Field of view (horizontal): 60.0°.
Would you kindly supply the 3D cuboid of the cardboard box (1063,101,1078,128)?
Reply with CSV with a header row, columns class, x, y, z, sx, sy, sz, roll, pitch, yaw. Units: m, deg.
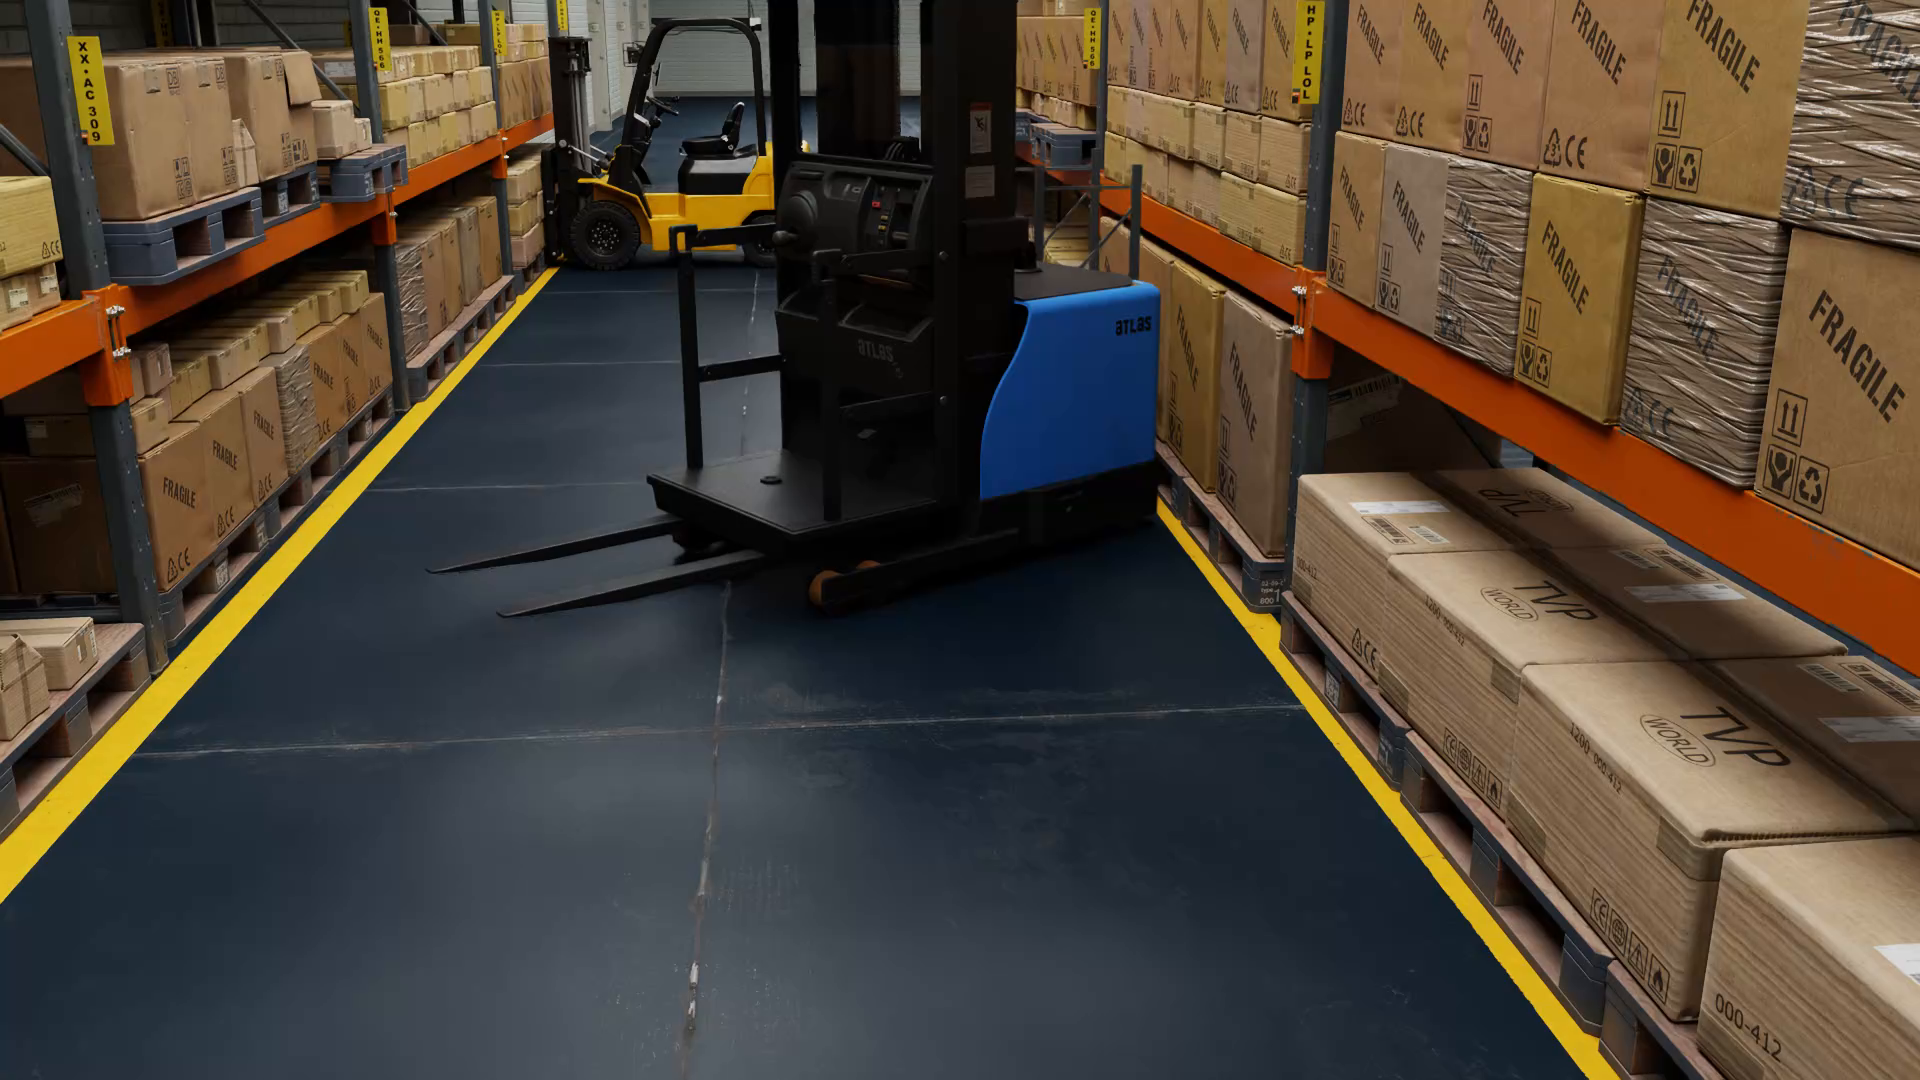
class,x,y,z,sx,sy,sz,roll,pitch,yaw
cardboard box,0.843,-2.631,10.268,0.380,0.149,0.250,-2,18,-6

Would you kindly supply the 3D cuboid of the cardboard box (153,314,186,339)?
class,x,y,z,sx,sy,sz,roll,pitch,yaw
cardboard box,-3.725,-0.923,7.498,0.380,0.149,0.250,-2,18,-5

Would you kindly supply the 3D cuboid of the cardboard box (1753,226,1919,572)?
class,x,y,z,sx,sy,sz,roll,pitch,yaw
cardboard box,1.757,-0.258,2.826,0.500,0.500,0.500,-2,18,-7

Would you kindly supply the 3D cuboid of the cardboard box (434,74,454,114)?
class,x,y,z,sx,sy,sz,roll,pitch,yaw
cardboard box,-3.622,-2.918,10.880,0.500,0.250,0.500,-2,17,-5

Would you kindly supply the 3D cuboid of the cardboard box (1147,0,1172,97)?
class,x,y,z,sx,sy,sz,roll,pitch,yaw
cardboard box,1.188,-2.377,7.904,0.500,0.500,0.500,-1,17,-4

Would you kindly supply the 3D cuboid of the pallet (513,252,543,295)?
class,x,y,z,sx,sy,sz,roll,pitch,yaw
pallet,-4.108,-2.254,14.003,1.003,0.211,1.213,-2,18,-6

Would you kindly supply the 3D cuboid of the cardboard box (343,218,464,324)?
class,x,y,z,sx,sy,sz,roll,pitch,yaw
cardboard box,-3.851,-1.803,11.175,0.875,0.625,0.625,-3,18,-8

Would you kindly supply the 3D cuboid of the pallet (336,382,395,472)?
class,x,y,z,sx,sy,sz,roll,pitch,yaw
pallet,-3.616,-0.600,8.736,1.003,0.211,1.213,-2,18,-6

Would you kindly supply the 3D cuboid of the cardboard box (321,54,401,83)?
class,x,y,z,sx,sy,sz,roll,pitch,yaw
cardboard box,-3.424,-2.695,9.503,0.380,0.149,0.250,-1,17,-4

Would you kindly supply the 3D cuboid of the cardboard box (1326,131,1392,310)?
class,x,y,z,sx,sy,sz,roll,pitch,yaw
cardboard box,1.482,-1.017,5.241,0.500,0.500,0.500,-1,17,-4

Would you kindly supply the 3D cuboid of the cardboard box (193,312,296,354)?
class,x,y,z,sx,sy,sz,roll,pitch,yaw
cardboard box,-3.244,-0.936,7.540,0.380,0.149,0.250,-3,18,-8

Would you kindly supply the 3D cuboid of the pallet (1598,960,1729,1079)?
class,x,y,z,sx,sy,sz,roll,pitch,yaw
pallet,1.946,1.169,3.100,1.003,0.211,1.213,-2,18,-6

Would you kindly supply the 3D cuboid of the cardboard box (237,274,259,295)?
class,x,y,z,sx,sy,sz,roll,pitch,yaw
cardboard box,-3.912,-1.306,8.720,0.380,0.149,0.250,-1,17,-3

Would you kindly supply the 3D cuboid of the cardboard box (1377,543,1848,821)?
class,x,y,z,sx,sy,sz,roll,pitch,yaw
cardboard box,1.745,0.362,4.592,0.875,0.438,0.875,-2,18,-7

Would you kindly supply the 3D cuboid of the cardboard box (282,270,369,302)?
class,x,y,z,sx,sy,sz,roll,pitch,yaw
cardboard box,-3.352,-1.332,8.802,0.380,0.149,0.250,-3,18,-8

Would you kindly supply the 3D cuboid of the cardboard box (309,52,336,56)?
class,x,y,z,sx,sy,sz,roll,pitch,yaw
cardboard box,-4.039,-2.907,10.178,0.380,0.149,0.250,-2,18,-6

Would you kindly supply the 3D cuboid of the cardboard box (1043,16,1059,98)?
class,x,y,z,sx,sy,sz,roll,pitch,yaw
cardboard box,0.841,-3.130,10.773,0.500,0.500,0.500,-3,18,-9

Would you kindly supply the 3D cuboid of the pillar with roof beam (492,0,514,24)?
class,x,y,z,sx,sy,sz,roll,pitch,yaw
pillar with roof beam,-1.642,-9.085,21.093,9.100,9.000,0.400,-2,18,-6

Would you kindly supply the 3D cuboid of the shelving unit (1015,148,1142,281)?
class,x,y,z,sx,sy,sz,roll,pitch,yaw
shelving unit,0.541,-1.171,8.404,0.587,1.500,1.083,-2,18,-6

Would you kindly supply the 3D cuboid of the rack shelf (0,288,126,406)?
class,x,y,z,sx,sy,sz,roll,pitch,yaw
rack shelf,-3.037,-0.023,3.445,1.077,0.370,4.000,-2,18,-6

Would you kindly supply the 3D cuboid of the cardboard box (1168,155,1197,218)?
class,x,y,z,sx,sy,sz,roll,pitch,yaw
cardboard box,1.255,-1.628,7.604,0.500,0.250,0.500,-2,18,-6

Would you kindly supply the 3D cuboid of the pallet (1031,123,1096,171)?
class,x,y,z,sx,sy,sz,roll,pitch,yaw
pallet,1.102,-2.426,10.218,1.213,0.211,1.003,-2,18,-6

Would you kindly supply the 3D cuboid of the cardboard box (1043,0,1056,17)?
class,x,y,z,sx,sy,sz,roll,pitch,yaw
cardboard box,0.780,-3.728,11.597,0.380,0.149,0.250,-1,17,-3

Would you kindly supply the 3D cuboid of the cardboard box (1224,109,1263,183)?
class,x,y,z,sx,sy,sz,roll,pitch,yaw
cardboard box,1.348,-1.556,6.543,0.500,0.250,0.500,-1,17,-4

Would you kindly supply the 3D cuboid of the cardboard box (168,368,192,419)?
class,x,y,z,sx,sy,sz,roll,pitch,yaw
cardboard box,-3.159,-0.551,6.314,0.380,0.149,0.250,-3,18,-9

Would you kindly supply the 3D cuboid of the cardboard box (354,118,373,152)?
class,x,y,z,sx,sy,sz,roll,pitch,yaw
cardboard box,-3.206,-2.051,8.420,0.380,0.149,0.250,-1,17,-5

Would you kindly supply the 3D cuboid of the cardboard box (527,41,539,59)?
class,x,y,z,sx,sy,sz,roll,pitch,yaw
cardboard box,-4.009,-4.419,14.994,0.380,0.149,0.250,-2,18,-5

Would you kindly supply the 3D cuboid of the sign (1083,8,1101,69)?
class,x,y,z,sx,sy,sz,roll,pitch,yaw
sign,0.743,-2.804,9.299,0.100,0.325,0.005,-2,18,-6

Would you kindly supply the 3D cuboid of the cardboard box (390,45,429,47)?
class,x,y,z,sx,sy,sz,roll,pitch,yaw
cardboard box,-4.357,-3.791,12.995,0.380,0.149,0.250,-2,18,-6

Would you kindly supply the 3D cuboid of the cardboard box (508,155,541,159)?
class,x,y,z,sx,sy,sz,roll,pitch,yaw
cardboard box,-3.958,-3.322,14.972,0.500,0.250,0.500,-2,18,-7

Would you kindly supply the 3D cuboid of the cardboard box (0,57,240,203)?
class,x,y,z,sx,sy,sz,roll,pitch,yaw
cardboard box,-3.124,-1.516,6.130,0.700,0.500,0.500,-2,17,-5

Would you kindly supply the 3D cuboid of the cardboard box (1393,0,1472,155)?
class,x,y,z,sx,sy,sz,roll,pitch,yaw
cardboard box,1.548,-1.342,4.607,0.500,0.500,0.500,-2,18,-6

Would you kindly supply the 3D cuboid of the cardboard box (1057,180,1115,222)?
class,x,y,z,sx,sy,sz,roll,pitch,yaw
cardboard box,1.077,-2.931,14.142,0.500,0.500,0.500,-1,17,-3

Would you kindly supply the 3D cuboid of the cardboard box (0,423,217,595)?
class,x,y,z,sx,sy,sz,roll,pitch,yaw
cardboard box,-3.069,-0.121,6.028,0.500,0.500,0.500,-1,17,-3

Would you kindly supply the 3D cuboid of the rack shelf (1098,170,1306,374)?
class,x,y,z,sx,sy,sz,roll,pitch,yaw
rack shelf,1.488,-1.370,7.733,1.077,0.370,4.000,-2,18,-6

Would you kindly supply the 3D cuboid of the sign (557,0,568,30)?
class,x,y,z,sx,sy,sz,roll,pitch,yaw
sign,-3.939,-5.216,16.454,0.100,0.325,0.005,-2,18,-6

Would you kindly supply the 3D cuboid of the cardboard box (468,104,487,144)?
class,x,y,z,sx,sy,sz,roll,pitch,yaw
cardboard box,-3.698,-2.983,11.920,0.500,0.250,0.500,-2,18,-6

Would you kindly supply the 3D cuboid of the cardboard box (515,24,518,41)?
class,x,y,z,sx,sy,sz,roll,pitch,yaw
cardboard box,-4.061,-4.404,14.452,0.380,0.149,0.250,-2,18,-5

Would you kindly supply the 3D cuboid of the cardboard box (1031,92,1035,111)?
class,x,y,z,sx,sy,sz,roll,pitch,yaw
cardboard box,0.719,-3.172,11.991,0.380,0.149,0.250,-2,17,-5

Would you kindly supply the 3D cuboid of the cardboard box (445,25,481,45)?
class,x,y,z,sx,sy,sz,roll,pitch,yaw
cardboard box,-3.806,-3.949,13.002,0.380,0.149,0.250,-1,17,-5

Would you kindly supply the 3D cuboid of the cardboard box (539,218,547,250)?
class,x,y,z,sx,sy,sz,roll,pitch,yaw
cardboard box,-3.925,-2.692,14.634,0.500,0.250,0.500,-1,17,-5

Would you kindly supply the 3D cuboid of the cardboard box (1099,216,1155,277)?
class,x,y,z,sx,sy,sz,roll,pitch,yaw
cardboard box,1.270,-1.287,9.115,0.875,0.875,0.875,-2,18,-6

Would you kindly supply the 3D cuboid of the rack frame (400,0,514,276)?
class,x,y,z,sx,sy,sz,roll,pitch,yaw
rack frame,-4.068,-3.346,12.827,1.000,3.000,0.127,-2,18,-6

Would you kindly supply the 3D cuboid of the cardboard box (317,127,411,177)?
class,x,y,z,sx,sy,sz,roll,pitch,yaw
cardboard box,-3.458,-2.222,9.499,0.500,0.250,0.500,-2,18,-5

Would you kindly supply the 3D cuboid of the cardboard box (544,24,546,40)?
class,x,y,z,sx,sy,sz,roll,pitch,yaw
cardboard box,-4.178,-4.864,15.916,0.380,0.149,0.250,-2,18,-6

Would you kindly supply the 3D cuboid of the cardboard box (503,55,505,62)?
class,x,y,z,sx,sy,sz,roll,pitch,yaw
cardboard box,-3.922,-3.960,13.533,0.380,0.149,0.250,-2,18,-6

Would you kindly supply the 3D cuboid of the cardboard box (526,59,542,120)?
class,x,y,z,sx,sy,sz,roll,pitch,yaw
cardboard box,-4.008,-3.990,14.711,0.500,0.500,0.500,-2,18,-5

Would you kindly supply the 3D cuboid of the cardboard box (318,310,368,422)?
class,x,y,z,sx,sy,sz,roll,pitch,yaw
cardboard box,-3.357,-0.893,8.486,0.500,0.500,0.500,-2,18,-6

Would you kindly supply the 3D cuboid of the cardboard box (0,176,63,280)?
class,x,y,z,sx,sy,sz,roll,pitch,yaw
cardboard box,-2.948,-0.889,4.754,0.500,0.250,0.500,-1,17,-4

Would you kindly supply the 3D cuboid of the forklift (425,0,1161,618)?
class,x,y,z,sx,sy,sz,roll,pitch,yaw
forklift,-0.586,-1.294,6.405,3.031,2.935,1.130,-14,22,-37

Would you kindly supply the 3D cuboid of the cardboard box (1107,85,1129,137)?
class,x,y,z,sx,sy,sz,roll,pitch,yaw
cardboard box,1.088,-2.317,8.965,0.500,0.250,0.500,-2,18,-6
